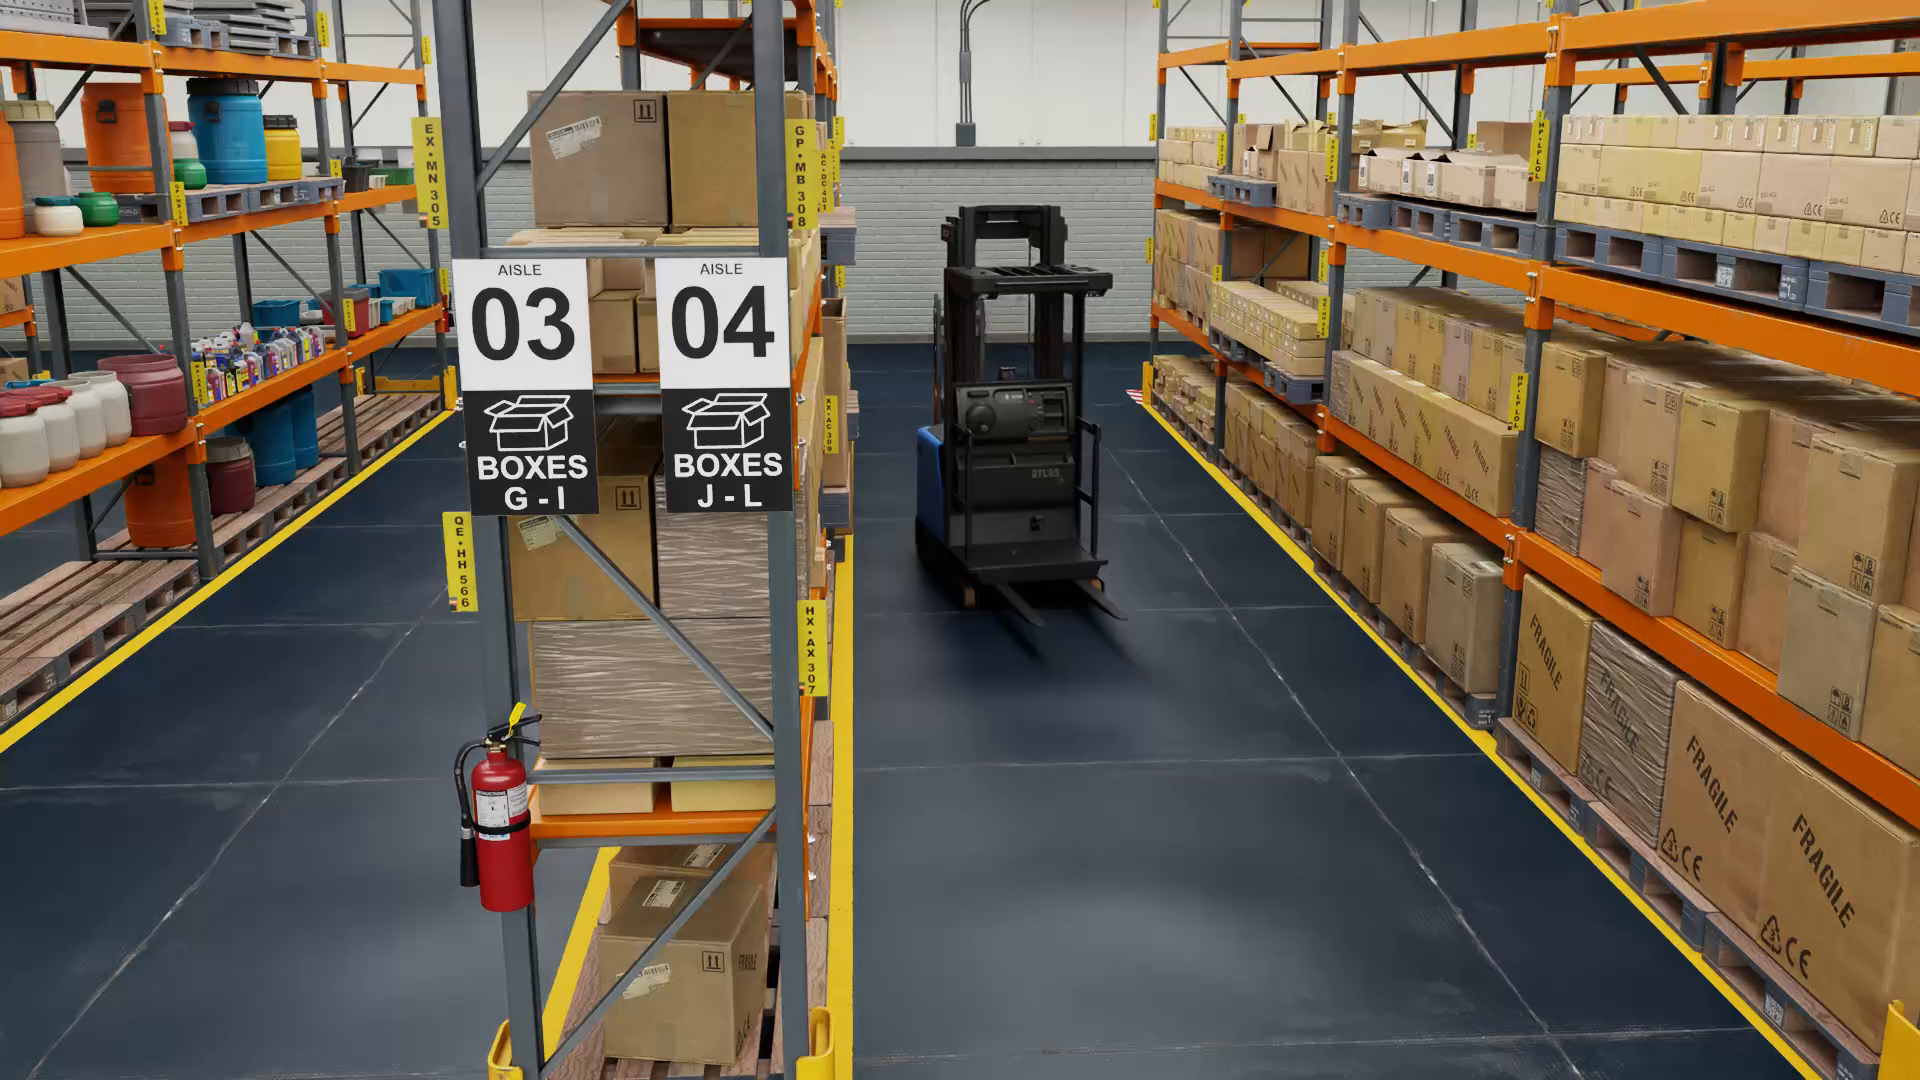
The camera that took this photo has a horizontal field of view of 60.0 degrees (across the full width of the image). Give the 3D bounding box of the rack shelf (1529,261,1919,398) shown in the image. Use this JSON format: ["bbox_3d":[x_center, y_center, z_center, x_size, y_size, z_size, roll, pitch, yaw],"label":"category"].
[{"bbox_3d":[3.809,-0.873,7.323,1.077,0.370,4.000,-1,14,-3],"label":"rack shelf"}]

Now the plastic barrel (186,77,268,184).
[{"bbox_3d":[-6.452,-3.604,14.647,0.600,0.901,0.708,-1,14,-3],"label":"plastic barrel"}]

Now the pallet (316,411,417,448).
[{"bbox_3d":[-6.873,-1.264,19.014,1.003,0.211,1.213,-1,14,-3],"label":"pallet"}]

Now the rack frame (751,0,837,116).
[{"bbox_3d":[-2.015,-6.104,20.192,1.000,3.000,0.127,-1,14,-3],"label":"rack frame"}]

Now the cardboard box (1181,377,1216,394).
[{"bbox_3d":[2.754,-1.774,19.086,0.380,0.149,0.250,-1,14,-5],"label":"cardboard box"}]

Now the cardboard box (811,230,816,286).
[{"bbox_3d":[-0.961,-1.355,8.055,0.500,0.250,0.500,-1,14,-2],"label":"cardboard box"}]

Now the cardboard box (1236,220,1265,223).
[{"bbox_3d":[3.357,-3.303,18.539,0.500,0.500,0.500,-1,14,-3],"label":"cardboard box"}]

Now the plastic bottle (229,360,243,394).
[{"bbox_3d":[-6.173,-1.395,14.164,0.061,0.283,0.133,-1,14,-3],"label":"plastic bottle"}]

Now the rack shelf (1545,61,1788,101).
[{"bbox_3d":[8.000,-5.218,18.993,1.077,0.370,4.000,-1,14,-3],"label":"rack shelf"}]

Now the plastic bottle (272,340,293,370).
[{"bbox_3d":[-6.301,-1.725,15.459,0.152,0.276,0.135,-1,14,-3],"label":"plastic bottle"}]

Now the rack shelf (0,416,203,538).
[{"bbox_3d":[-6.339,-0.287,11.066,1.077,0.370,4.000,-1,14,-3],"label":"rack shelf"}]

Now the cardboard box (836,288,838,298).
[{"bbox_3d":[-1.542,-2.762,17.440,0.500,0.500,0.500,-1,14,-3],"label":"cardboard box"}]

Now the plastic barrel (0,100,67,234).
[{"bbox_3d":[-6.628,-2.621,11.667,0.600,0.901,0.600,0,14,0],"label":"plastic barrel"}]

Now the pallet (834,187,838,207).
[{"bbox_3d":[-1.612,-2.730,13.476,1.213,0.211,1.003,0,14,-1],"label":"pallet"}]

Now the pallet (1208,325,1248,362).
[{"bbox_3d":[3.092,-1.970,16.549,1.003,0.211,1.213,-1,14,-3],"label":"pallet"}]

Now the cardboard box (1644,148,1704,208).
[{"bbox_3d":[3.501,-1.665,7.619,0.500,0.250,0.500,-1,14,-4],"label":"cardboard box"}]

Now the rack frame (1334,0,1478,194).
[{"bbox_3d":[3.437,-4.166,12.659,1.000,3.000,0.127,-1,14,-3],"label":"rack frame"}]

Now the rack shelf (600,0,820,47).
[{"bbox_3d":[-1.147,-2.273,6.750,1.077,0.370,4.000,-1,14,-3],"label":"rack shelf"}]

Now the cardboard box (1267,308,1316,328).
[{"bbox_3d":[2.900,-1.939,14.512,0.380,0.149,0.250,0,14,-2],"label":"cardboard box"}]

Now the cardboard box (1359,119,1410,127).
[{"bbox_3d":[3.600,-3.429,14.075,0.396,0.266,0.258,-1,14,-3],"label":"cardboard box"}]

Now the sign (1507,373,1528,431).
[{"bbox_3d":[3.144,-0.778,9.364,0.100,0.325,0.005,-1,14,-3],"label":"sign"}]

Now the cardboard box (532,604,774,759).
[{"bbox_3d":[-1.030,0.451,5.958,0.875,0.500,0.500,-1,14,-3],"label":"cardboard box"}]

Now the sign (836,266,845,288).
[{"bbox_3d":[-1.226,-2.737,16.981,0.100,0.325,0.005,-1,14,-3],"label":"sign"}]

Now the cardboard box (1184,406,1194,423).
[{"bbox_3d":[2.761,-1.428,18.935,0.380,0.149,0.250,-1,14,-4],"label":"cardboard box"}]

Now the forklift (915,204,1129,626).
[{"bbox_3d":[0.476,-1.005,12.551,1.130,2.935,3.031,-4,15,-14],"label":"forklift"}]

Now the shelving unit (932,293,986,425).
[{"bbox_3d":[-0.010,-1.058,14.425,0.431,2.100,0.503,-1,14,-3],"label":"shelving unit"}]

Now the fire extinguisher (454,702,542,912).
[{"bbox_3d":[-1.476,0.853,5.345,0.296,0.674,0.183,-1,14,-3],"label":"fire extinguisher"}]

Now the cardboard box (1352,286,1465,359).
[{"bbox_3d":[3.455,-1.682,12.835,0.700,0.500,0.500,-1,14,-4],"label":"cardboard box"}]

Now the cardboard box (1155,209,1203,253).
[{"bbox_3d":[2.705,-3.811,20.515,0.500,0.500,0.500,-1,14,-4],"label":"cardboard box"}]

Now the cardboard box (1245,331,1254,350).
[{"bbox_3d":[2.854,-1.845,15.338,0.380,0.149,0.250,-2,15,-6],"label":"cardboard box"}]

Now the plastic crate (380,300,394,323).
[{"bbox_3d":[-6.575,-2.564,18.686,0.416,0.233,0.300,-1,14,-3],"label":"plastic crate"}]

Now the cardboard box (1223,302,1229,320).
[{"bbox_3d":[2.789,-2.248,16.307,0.380,0.149,0.250,-1,14,-2],"label":"cardboard box"}]

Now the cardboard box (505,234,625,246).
[{"bbox_3d":[-1.378,-0.990,5.835,0.380,0.149,0.250,-2,15,-6],"label":"cardboard box"}]

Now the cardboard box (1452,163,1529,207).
[{"bbox_3d":[3.389,-2.202,10.301,0.500,0.250,0.500,-1,14,-4],"label":"cardboard box"}]

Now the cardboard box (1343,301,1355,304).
[{"bbox_3d":[3.519,-2.075,15.040,0.380,0.149,0.250,0,14,-2],"label":"cardboard box"}]

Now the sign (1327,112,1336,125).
[{"bbox_3d":[3.743,-4.159,16.823,0.100,0.325,0.005,-1,14,-3],"label":"sign"}]

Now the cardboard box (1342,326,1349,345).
[{"bbox_3d":[3.553,-1.806,14.591,0.380,0.149,0.250,-1,14,-3],"label":"cardboard box"}]

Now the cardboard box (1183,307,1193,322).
[{"bbox_3d":[2.770,-2.589,19.073,0.380,0.149,0.250,-1,14,-2],"label":"cardboard box"}]

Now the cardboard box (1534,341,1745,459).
[{"bbox_3d":[3.674,-0.769,9.028,0.875,0.550,0.550,-1,14,-3],"label":"cardboard box"}]

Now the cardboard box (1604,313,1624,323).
[{"bbox_3d":[7.757,-2.770,19.070,0.500,0.500,0.500,-1,14,-4],"label":"cardboard box"}]

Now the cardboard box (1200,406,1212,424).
[{"bbox_3d":[2.824,-1.363,18.085,0.380,0.149,0.250,-2,15,-6],"label":"cardboard box"}]

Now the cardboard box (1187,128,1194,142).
[{"bbox_3d":[2.755,-4.528,18.584,0.380,0.149,0.250,-1,14,-4],"label":"cardboard box"}]

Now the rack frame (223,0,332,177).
[{"bbox_3d":[-6.710,-5.033,16.028,1.000,3.000,0.127,-1,14,-3],"label":"rack frame"}]

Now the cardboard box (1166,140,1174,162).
[{"bbox_3d":[2.743,-4.630,19.778,0.500,0.250,0.500,-1,14,-4],"label":"cardboard box"}]

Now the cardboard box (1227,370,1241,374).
[{"bbox_3d":[3.259,-1.909,19.611,0.380,0.149,0.250,-1,14,-5],"label":"cardboard box"}]

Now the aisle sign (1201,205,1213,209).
[{"bbox_3d":[3.237,-4.532,20.904,0.394,0.787,0.004,-1,14,-3],"label":"aisle sign"}]

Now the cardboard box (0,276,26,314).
[{"bbox_3d":[-11.603,-2.988,19.920,0.500,0.500,0.500,0,14,-2],"label":"cardboard box"}]

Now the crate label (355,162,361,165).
[{"bbox_3d":[-7.224,-4.269,19.376,0.408,0.251,0.502,-1,14,-3],"label":"crate label"}]

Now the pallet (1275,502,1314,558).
[{"bbox_3d":[3.391,-0.105,14.510,1.003,0.211,1.213,-1,14,-3],"label":"pallet"}]

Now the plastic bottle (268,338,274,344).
[{"bbox_3d":[-6.433,-1.749,15.564,0.097,0.271,0.097,0,14,0],"label":"plastic bottle"}]

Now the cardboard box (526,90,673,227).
[{"bbox_3d":[-1.372,-1.489,6.471,0.500,0.500,0.500,-1,14,-3],"label":"cardboard box"}]

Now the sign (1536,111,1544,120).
[{"bbox_3d":[7.322,-5.259,21.014,0.100,0.325,0.005,-1,14,-3],"label":"sign"}]

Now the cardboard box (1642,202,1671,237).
[{"bbox_3d":[3.434,-1.500,7.777,0.380,0.149,0.250,-1,14,-4],"label":"cardboard box"}]

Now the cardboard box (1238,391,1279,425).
[{"bbox_3d":[3.007,-1.291,16.194,0.500,0.250,0.500,0,14,-2],"label":"cardboard box"}]

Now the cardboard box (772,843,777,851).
[{"bbox_3d":[-1.127,1.188,8.062,0.500,0.500,0.500,-2,15,-8],"label":"cardboard box"}]

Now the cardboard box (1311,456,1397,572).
[{"bbox_3d":[3.385,-0.222,13.041,1.050,0.750,0.750,-1,14,-4],"label":"cardboard box"}]

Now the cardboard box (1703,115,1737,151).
[{"bbox_3d":[3.463,-1.761,7.191,0.380,0.149,0.250,-1,14,-4],"label":"cardboard box"}]
